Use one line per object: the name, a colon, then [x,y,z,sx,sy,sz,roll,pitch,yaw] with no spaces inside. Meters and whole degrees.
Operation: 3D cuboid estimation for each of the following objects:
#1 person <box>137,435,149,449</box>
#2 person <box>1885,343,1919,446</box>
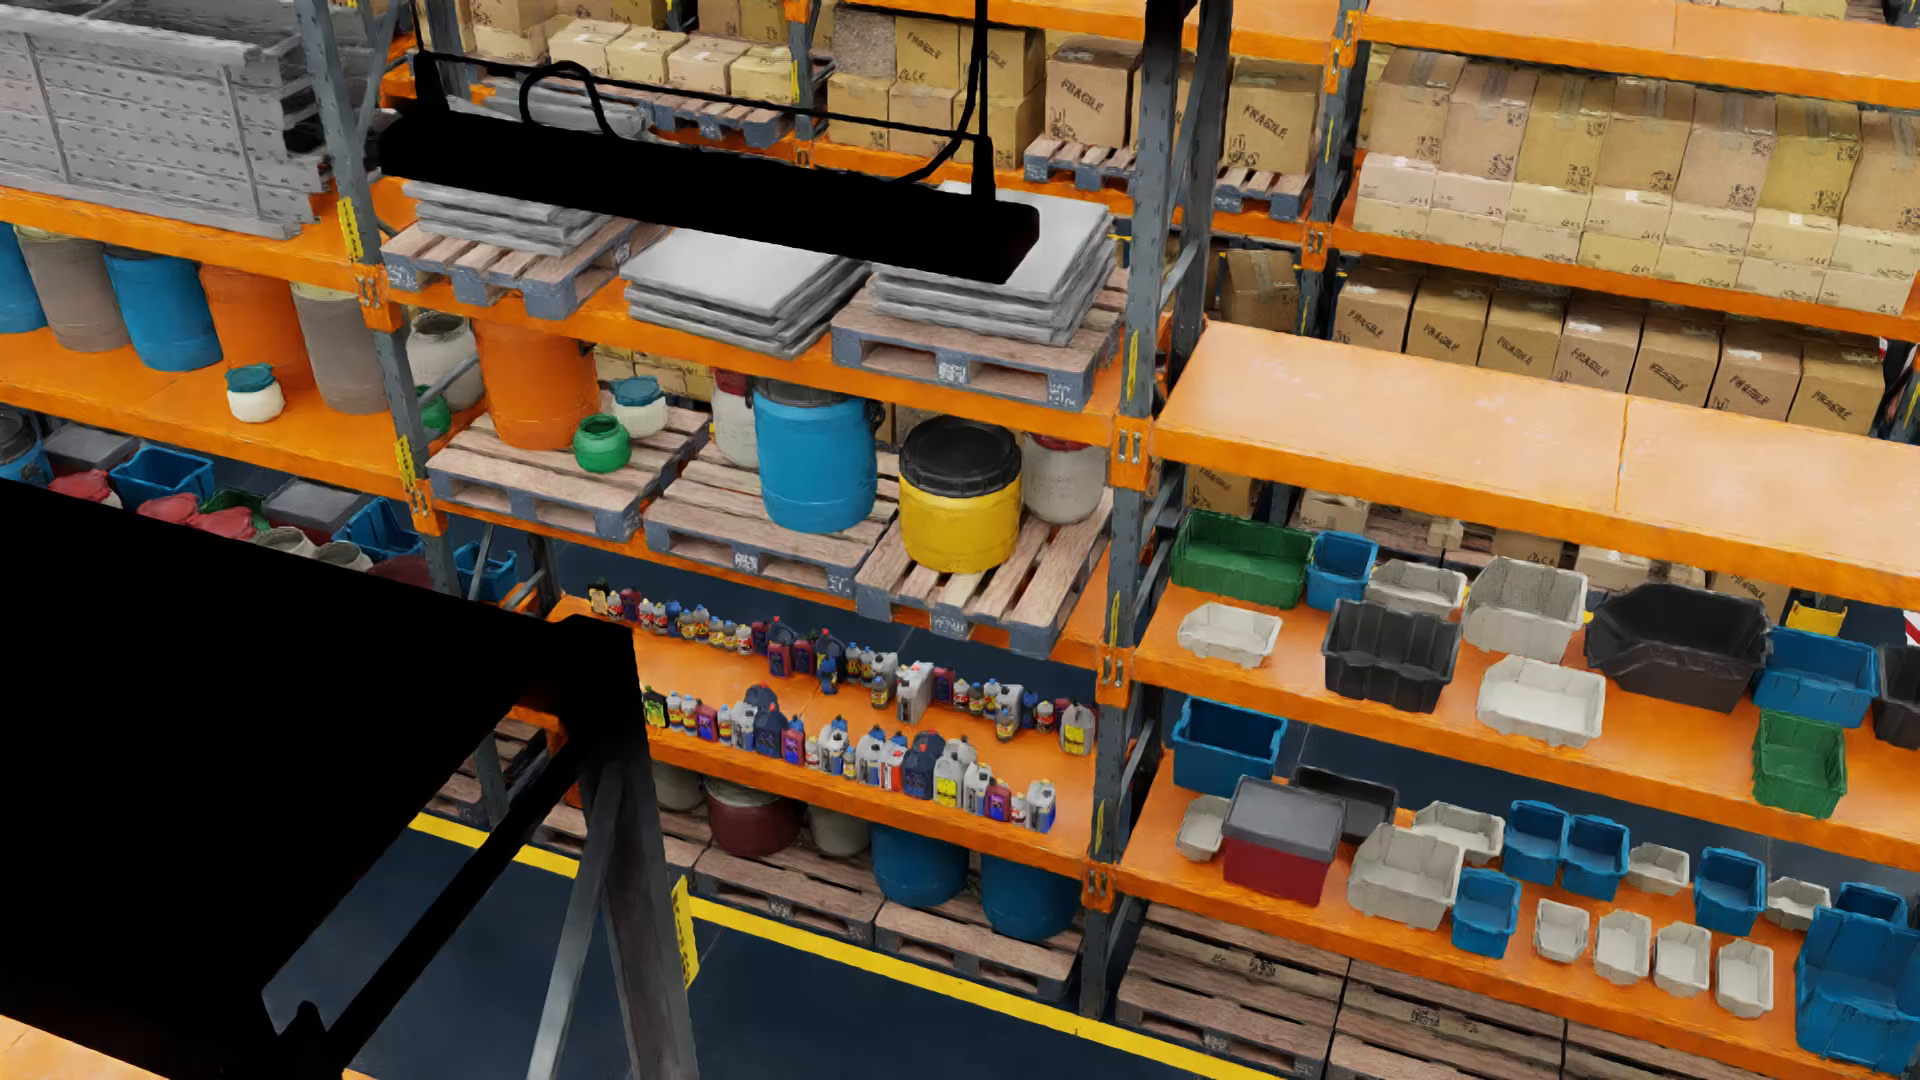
person: [-6.905,-1.140,13.488,1.030,1.725,0.553,12,38,16]
person: [7.693,-1.008,13.261,0.644,1.758,0.443,29,45,33]
